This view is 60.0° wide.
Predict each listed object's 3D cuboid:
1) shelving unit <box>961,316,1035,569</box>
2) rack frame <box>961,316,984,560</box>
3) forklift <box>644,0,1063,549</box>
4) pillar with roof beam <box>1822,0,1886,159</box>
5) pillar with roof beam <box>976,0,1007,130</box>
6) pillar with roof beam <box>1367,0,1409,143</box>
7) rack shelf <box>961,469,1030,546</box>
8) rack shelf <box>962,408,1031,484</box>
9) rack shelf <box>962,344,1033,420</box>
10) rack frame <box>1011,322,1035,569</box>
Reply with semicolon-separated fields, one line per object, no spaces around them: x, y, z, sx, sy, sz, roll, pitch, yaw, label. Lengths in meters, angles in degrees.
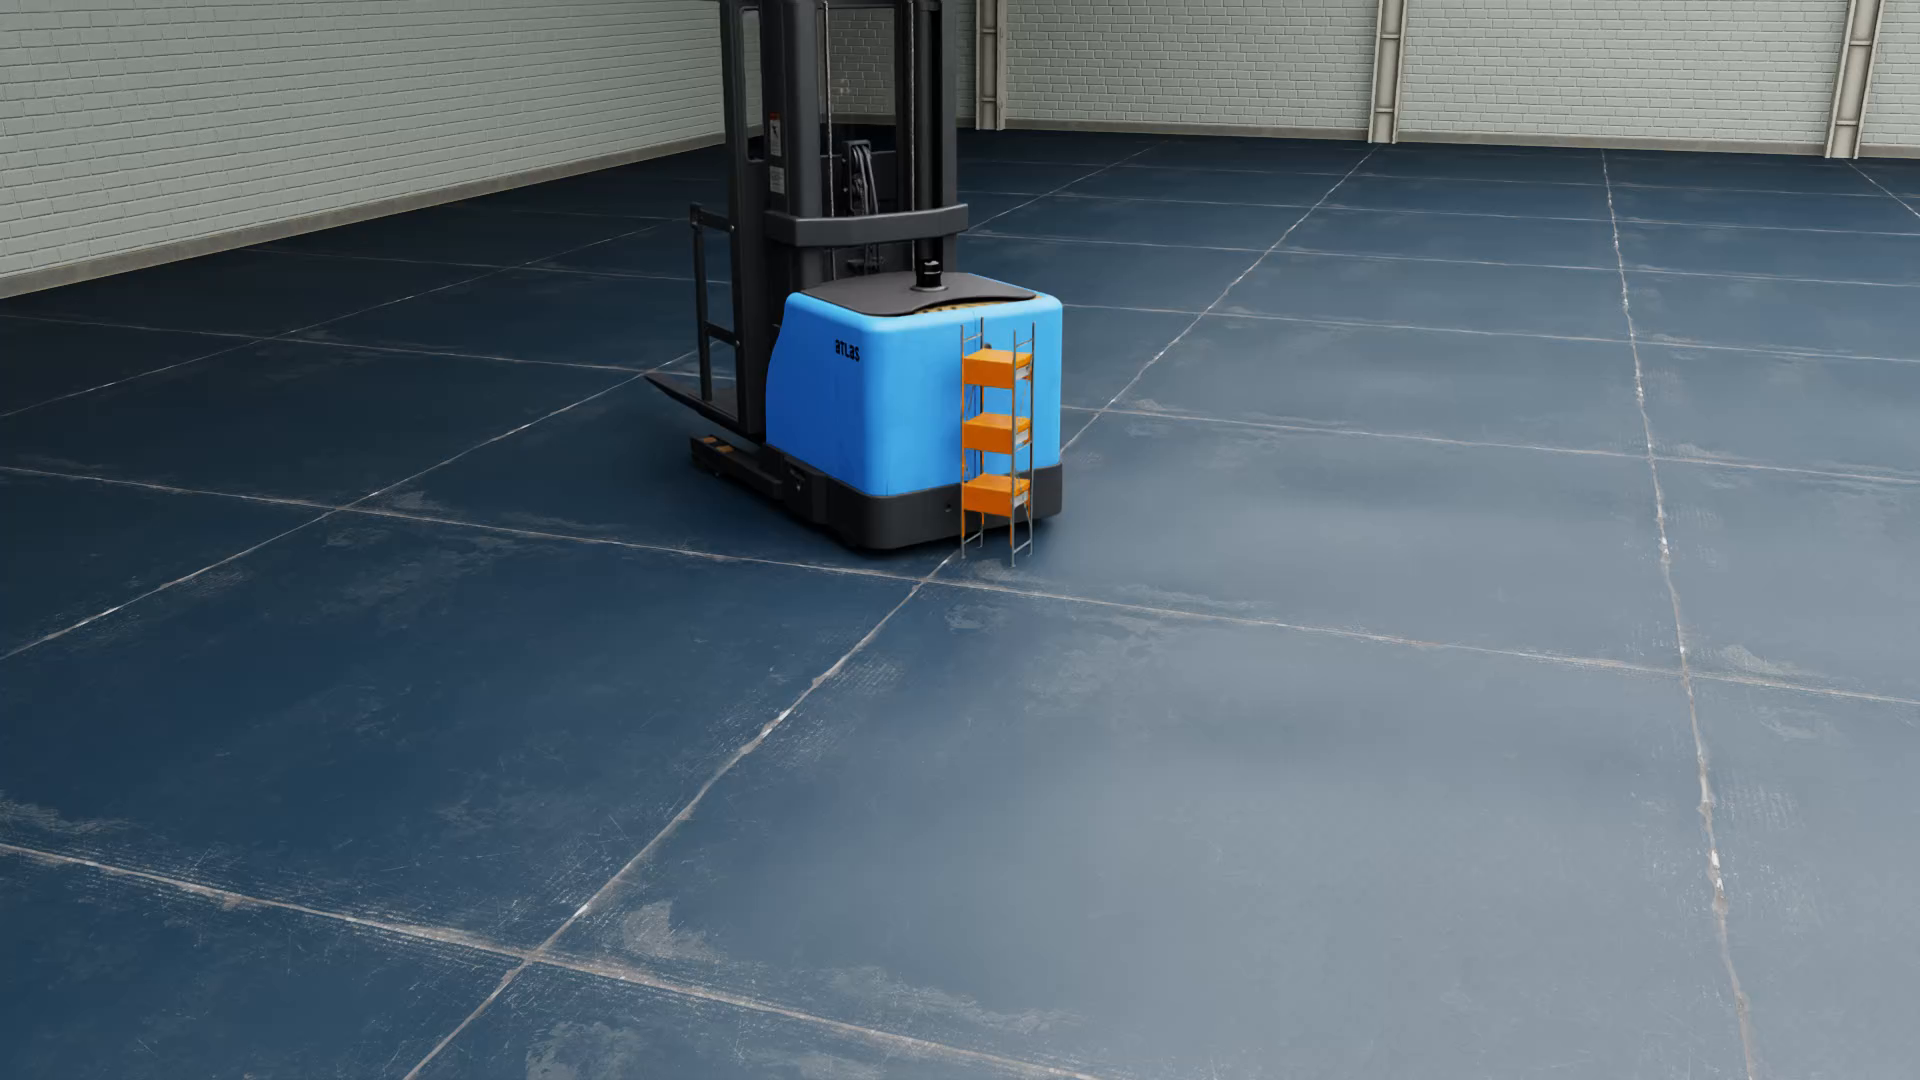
0.162;-0.417;7.178;0.252;1.050;0.215;10;21;26;shelving unit
0.053;-0.436;7.232;0.008;1.050;0.200;10;21;26;rack frame
-0.740;-1.774;8.213;1.130;2.935;3.031;-12;22;-30;forklift
10.401;-8.053;17.008;0.400;9.000;9.100;7;20;18;pillar with roof beam
-0.934;-9.349;20.727;0.400;9.000;9.100;7;20;18;pillar with roof beam
4.734;-8.701;18.867;0.400;9.000;9.100;7;20;18;pillar with roof beam
0.162;-0.145;7.273;0.240;0.259;0.215;10;21;26;rack shelf
0.162;-0.407;7.182;0.240;0.259;0.215;10;21;26;rack shelf
0.162;-0.675;7.089;0.240;0.259;0.215;10;21;26;rack shelf
0.270;-0.399;7.125;0.008;1.050;0.200;10;21;26;rack frame
